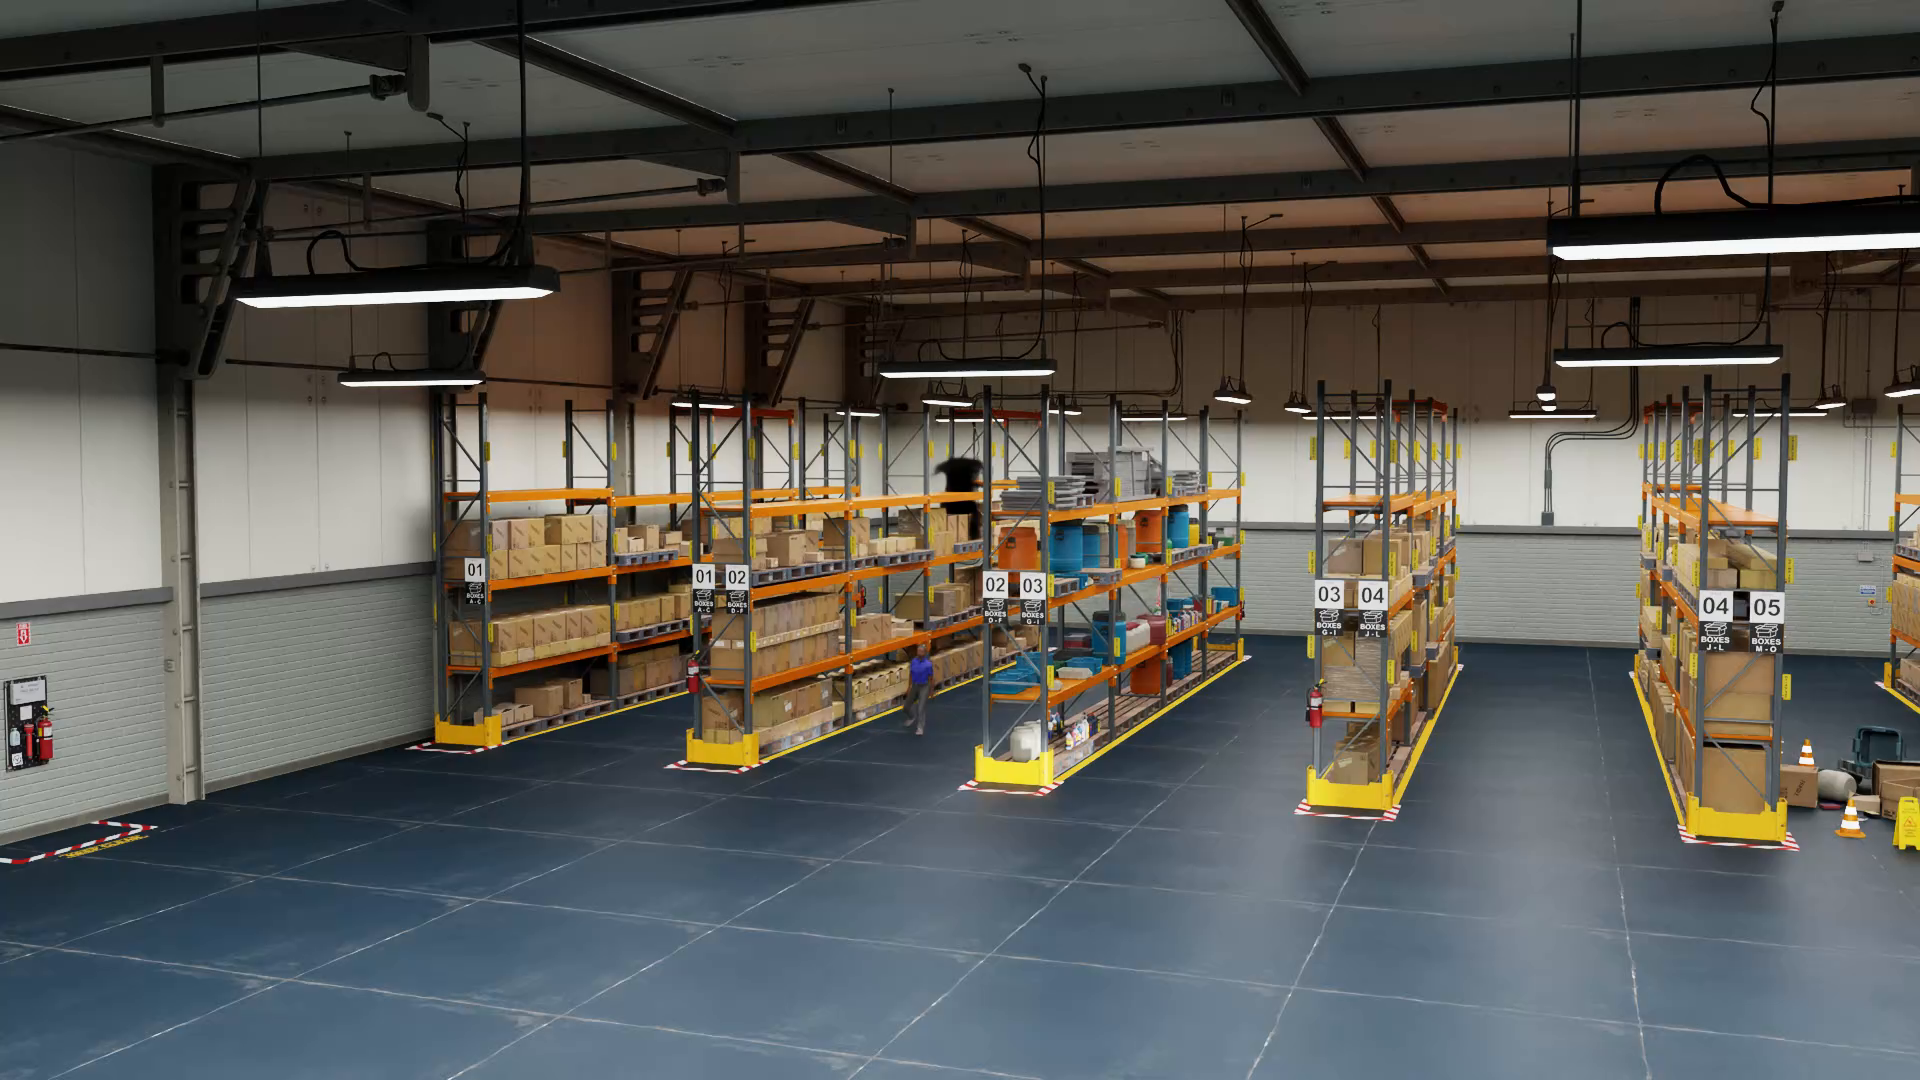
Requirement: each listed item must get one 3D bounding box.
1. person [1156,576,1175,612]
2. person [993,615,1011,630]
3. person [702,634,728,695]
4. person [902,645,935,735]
[{"bbox_3d":[5.324,1.797,43.472,0.834,1.827,0.653,3,4,40],"label":"person"},{"bbox_3d":[1.176,1.857,43.948,0.760,1.660,0.647,1,3,25],"label":"person"},{"bbox_3d":[-4.393,2.513,30.237,0.666,1.766,0.911,1,3,10],"label":"person"},{"bbox_3d":[-0.743,2.625,29.426,0.728,1.591,0.538,1,3,26],"label":"person"}]
